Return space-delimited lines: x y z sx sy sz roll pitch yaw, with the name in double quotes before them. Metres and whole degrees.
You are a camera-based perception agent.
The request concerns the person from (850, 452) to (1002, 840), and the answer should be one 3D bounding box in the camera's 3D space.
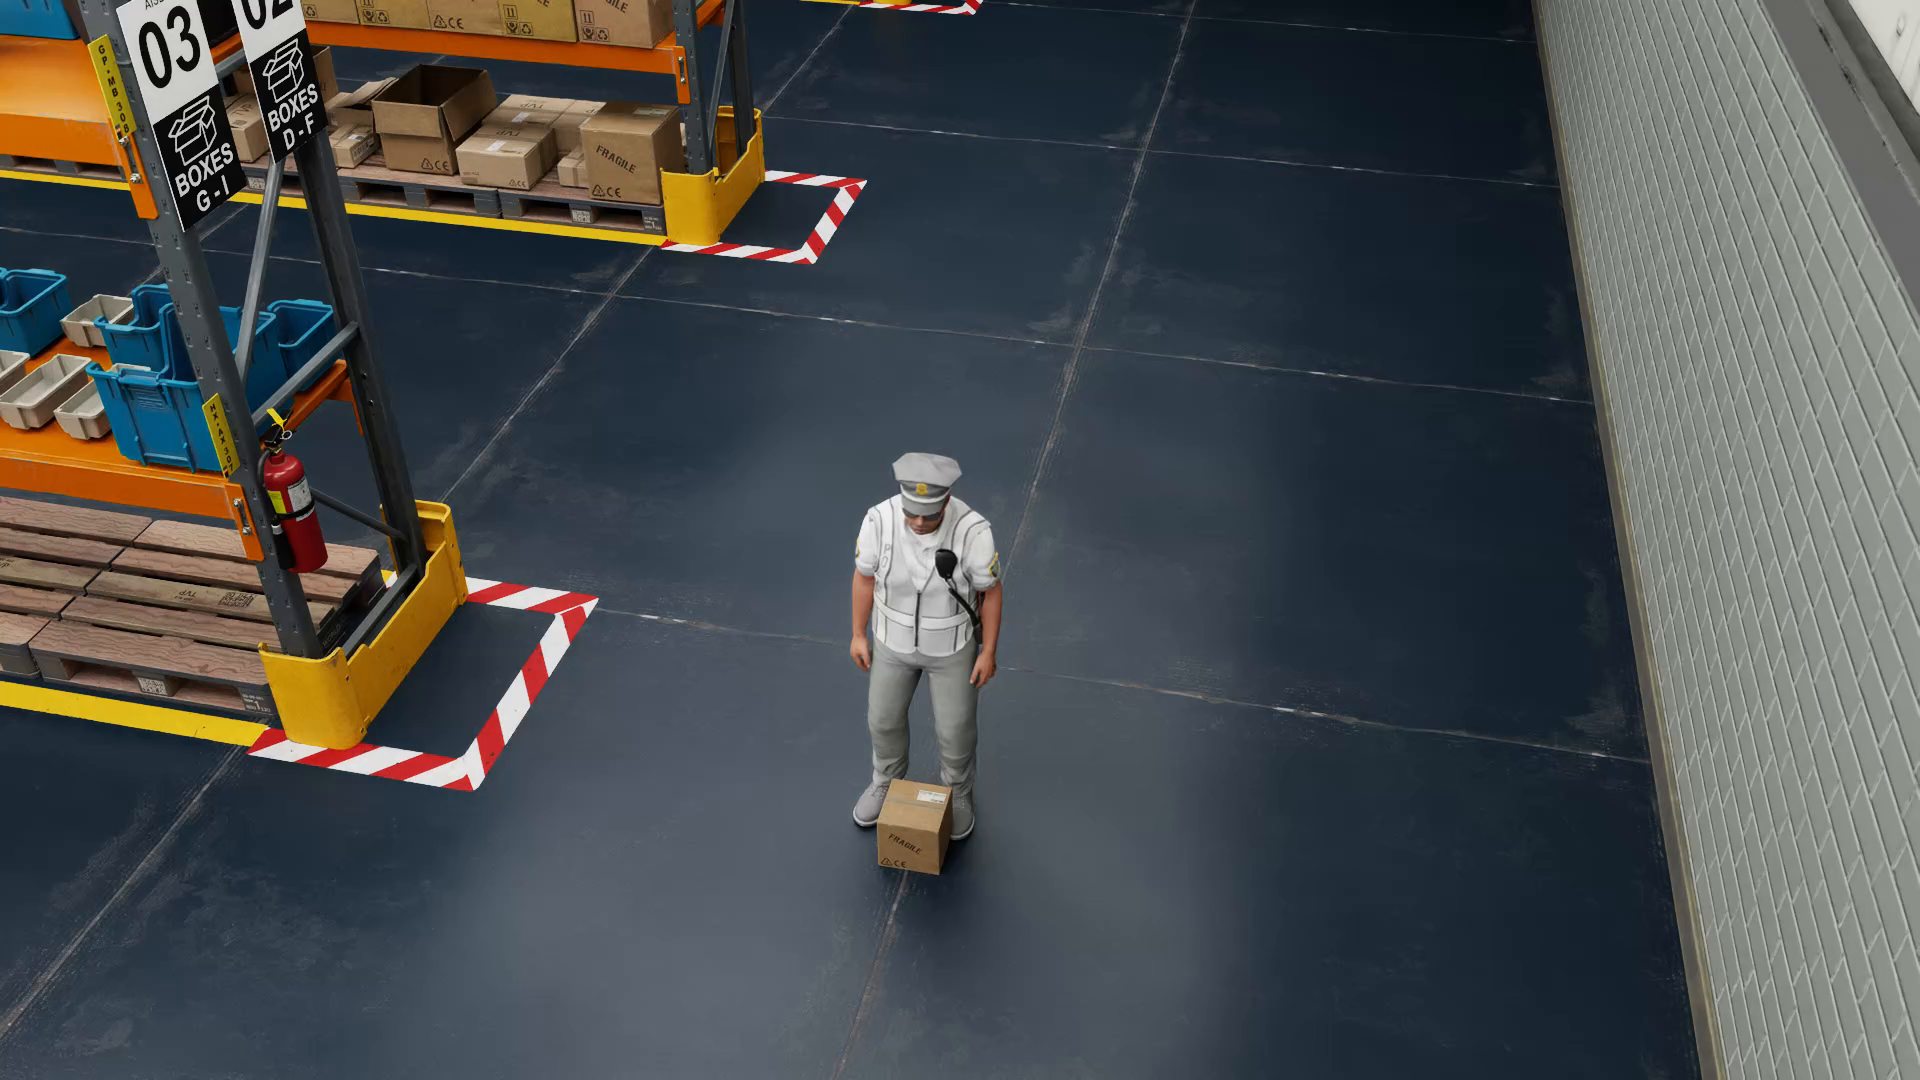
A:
"person" -0.132 0.383 6.438 0.585 1.747 0.440 6 37 9
